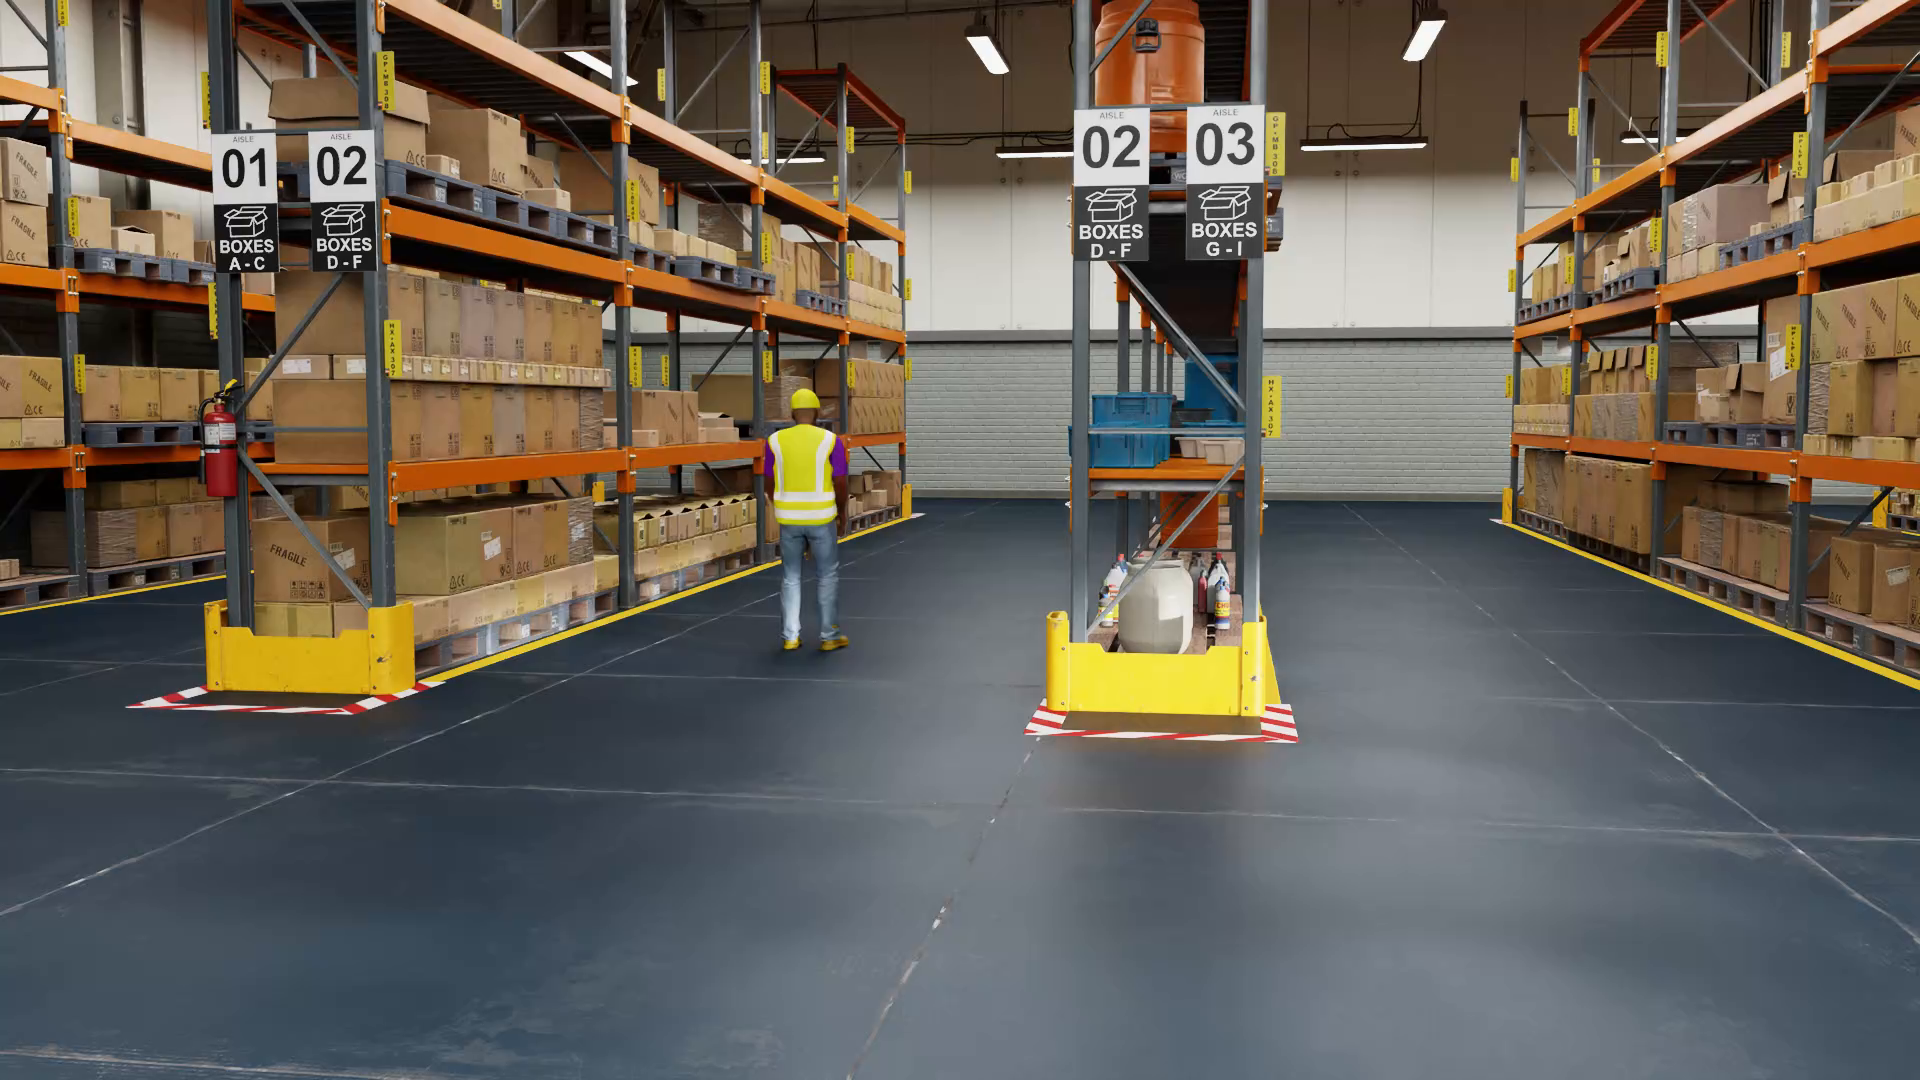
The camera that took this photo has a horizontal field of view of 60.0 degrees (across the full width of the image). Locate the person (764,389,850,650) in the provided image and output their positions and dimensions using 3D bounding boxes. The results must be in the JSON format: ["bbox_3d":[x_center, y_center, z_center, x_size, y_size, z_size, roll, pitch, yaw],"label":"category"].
[{"bbox_3d":[-1.040,-0.141,11.325,0.577,1.764,0.446,1,4,8],"label":"person"}]
